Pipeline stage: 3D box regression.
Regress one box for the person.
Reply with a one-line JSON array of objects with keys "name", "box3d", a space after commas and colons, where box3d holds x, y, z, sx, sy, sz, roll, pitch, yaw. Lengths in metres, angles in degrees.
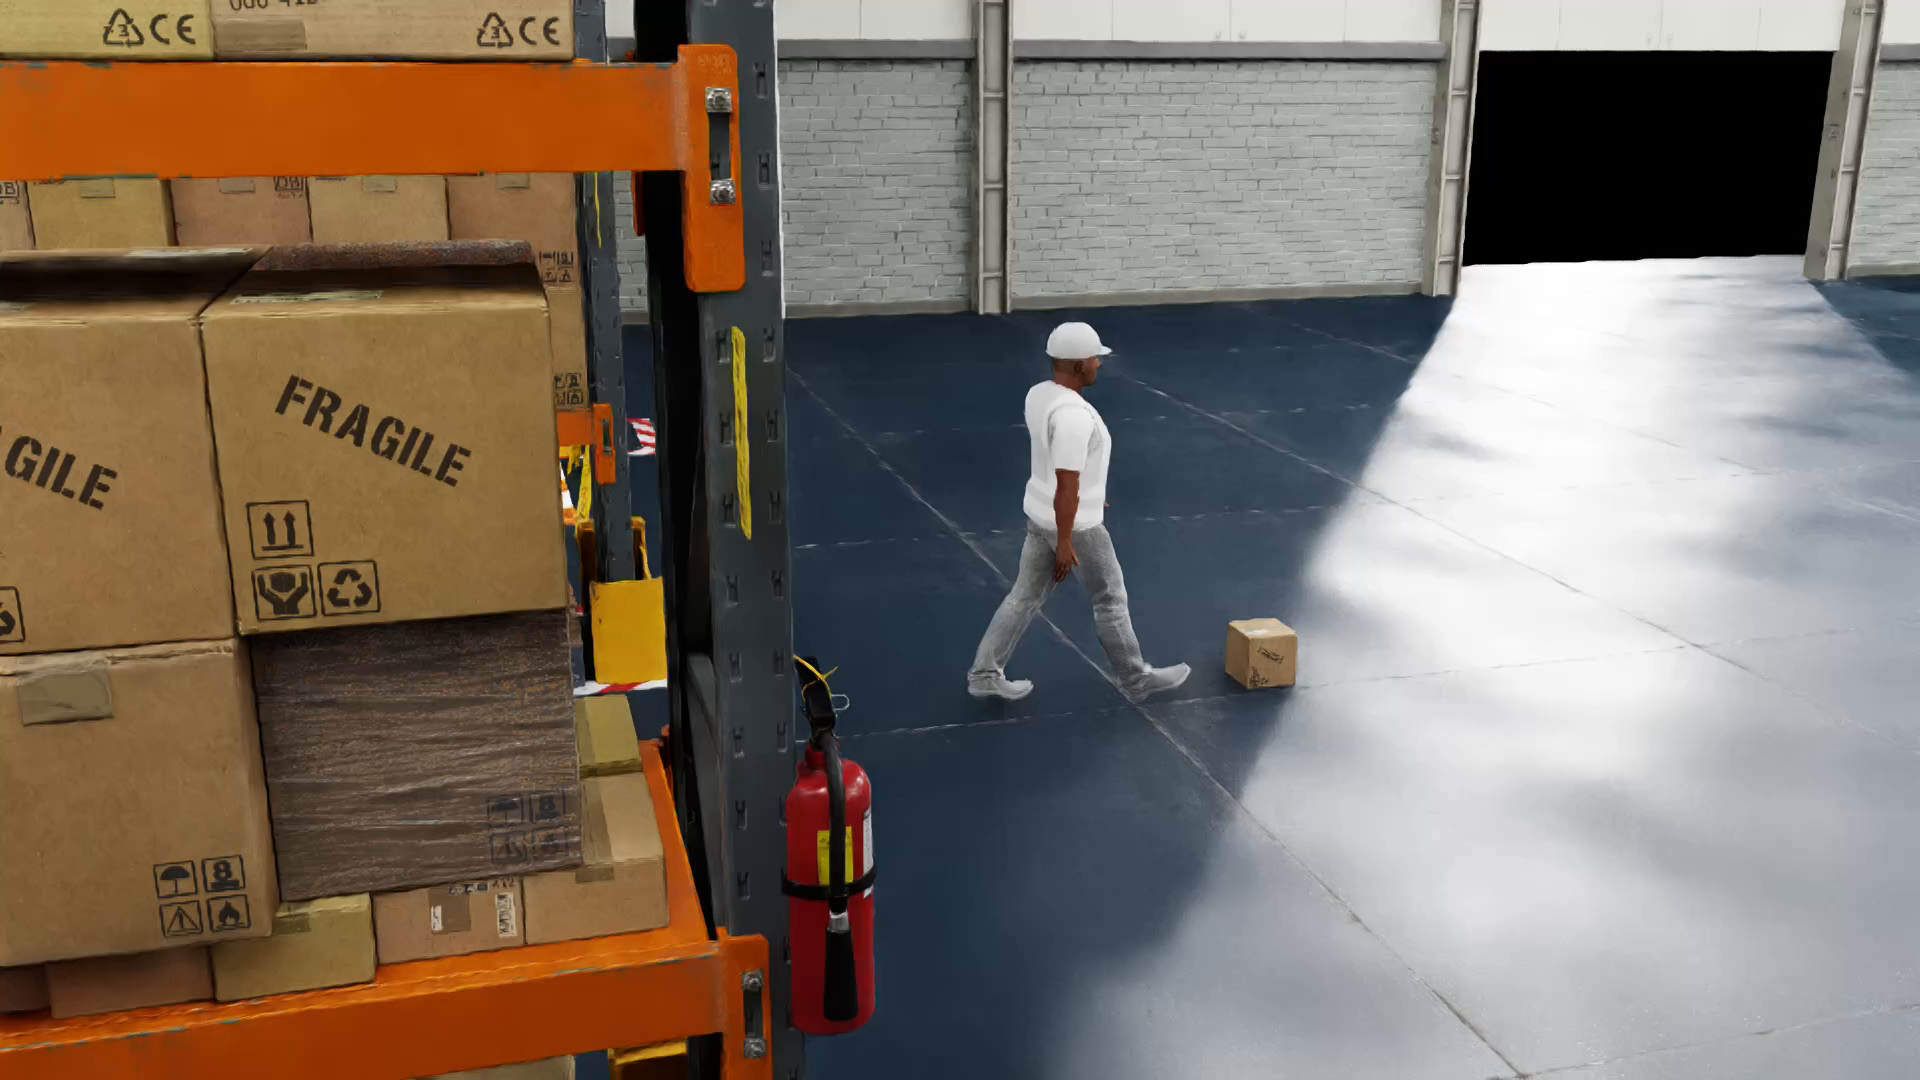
[{"name": "person", "box3d": [0.525, -0.106, 7.362, 0.999, 1.730, 0.626, -5, 17, -17]}]
